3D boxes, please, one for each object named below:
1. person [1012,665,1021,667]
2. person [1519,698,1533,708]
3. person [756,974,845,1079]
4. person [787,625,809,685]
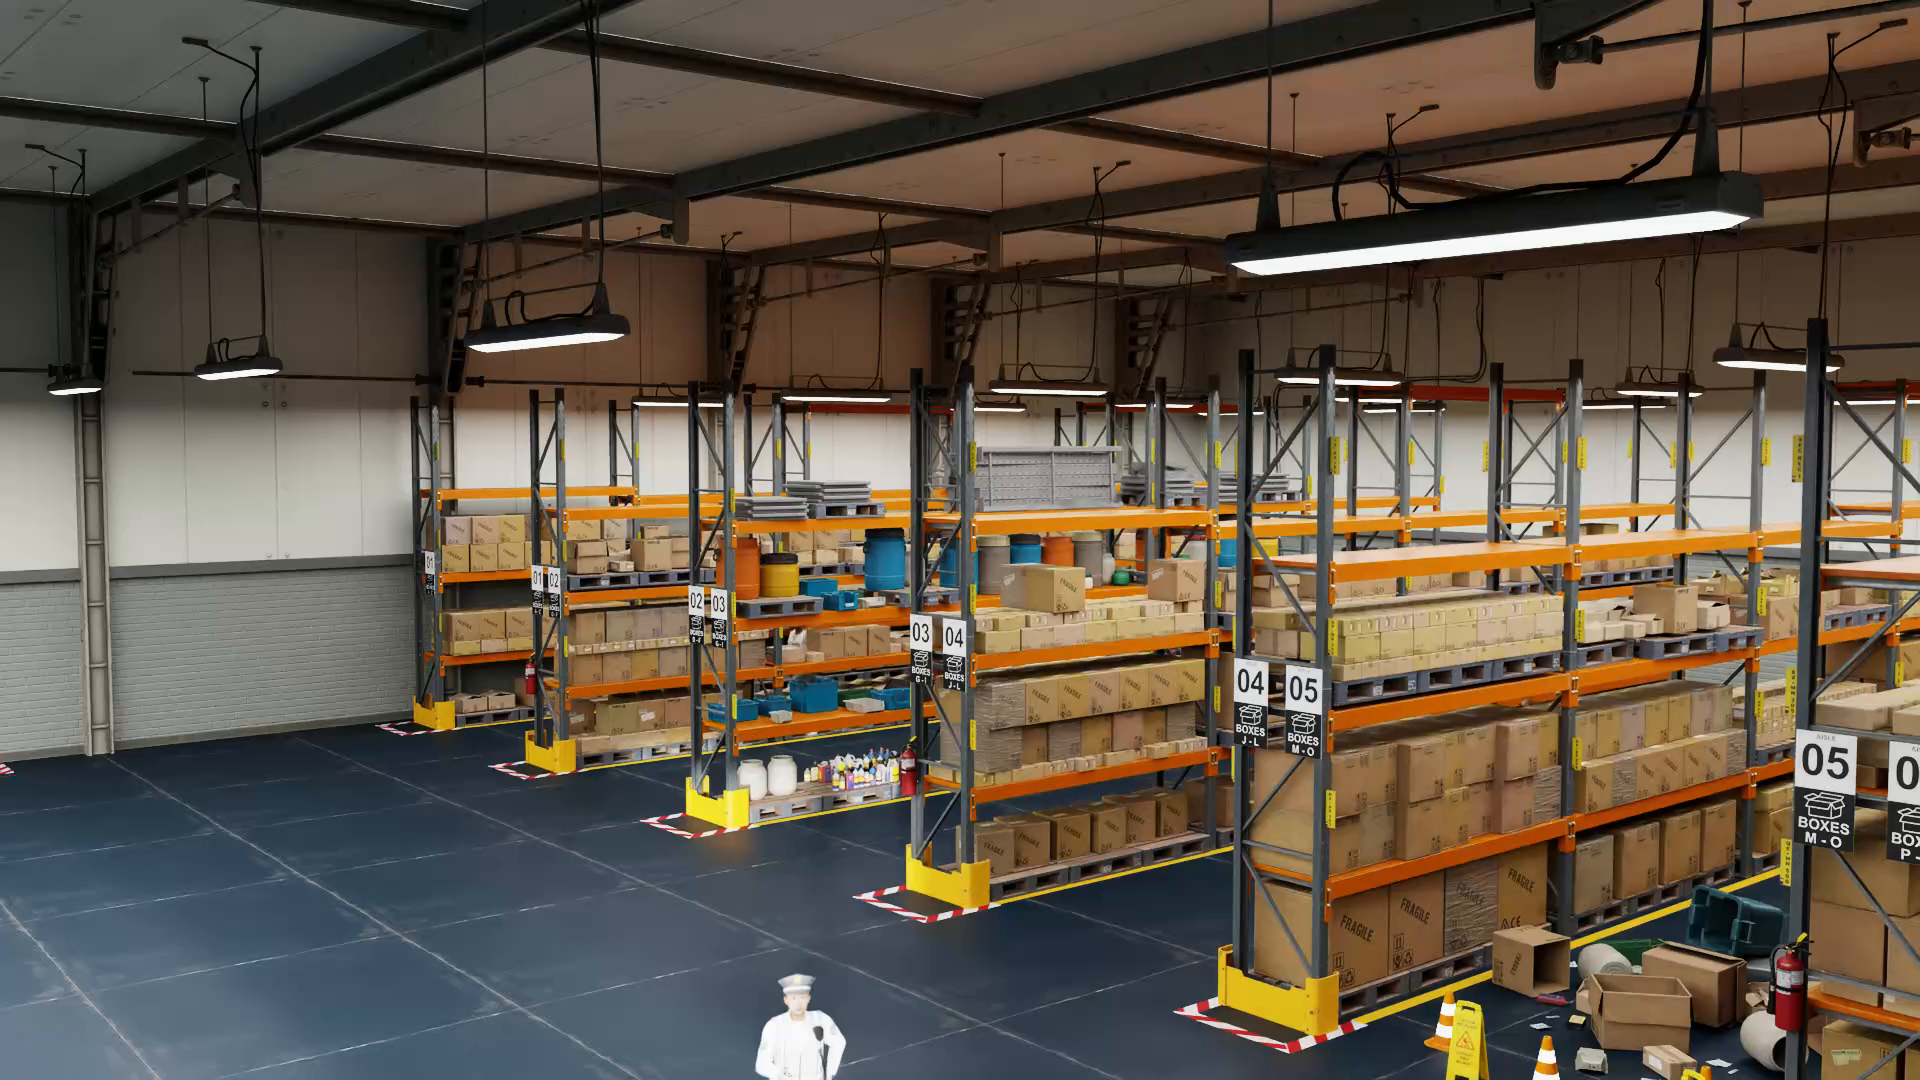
[{"bbox_3d":[0.953,2.665,28.535,0.752,1.628,0.586,-3,4,-38],"label":"person"},{"bbox_3d":[7.833,3.008,23.014,0.693,1.634,0.507,-3,4,-38],"label":"person"},{"bbox_3d":[-1.035,3.683,10.872,0.594,1.712,0.638,0,3,-6],"label":"person"},{"bbox_3d":[-3.100,2.378,32.178,0.683,1.835,0.856,3,5,44],"label":"person"}]
